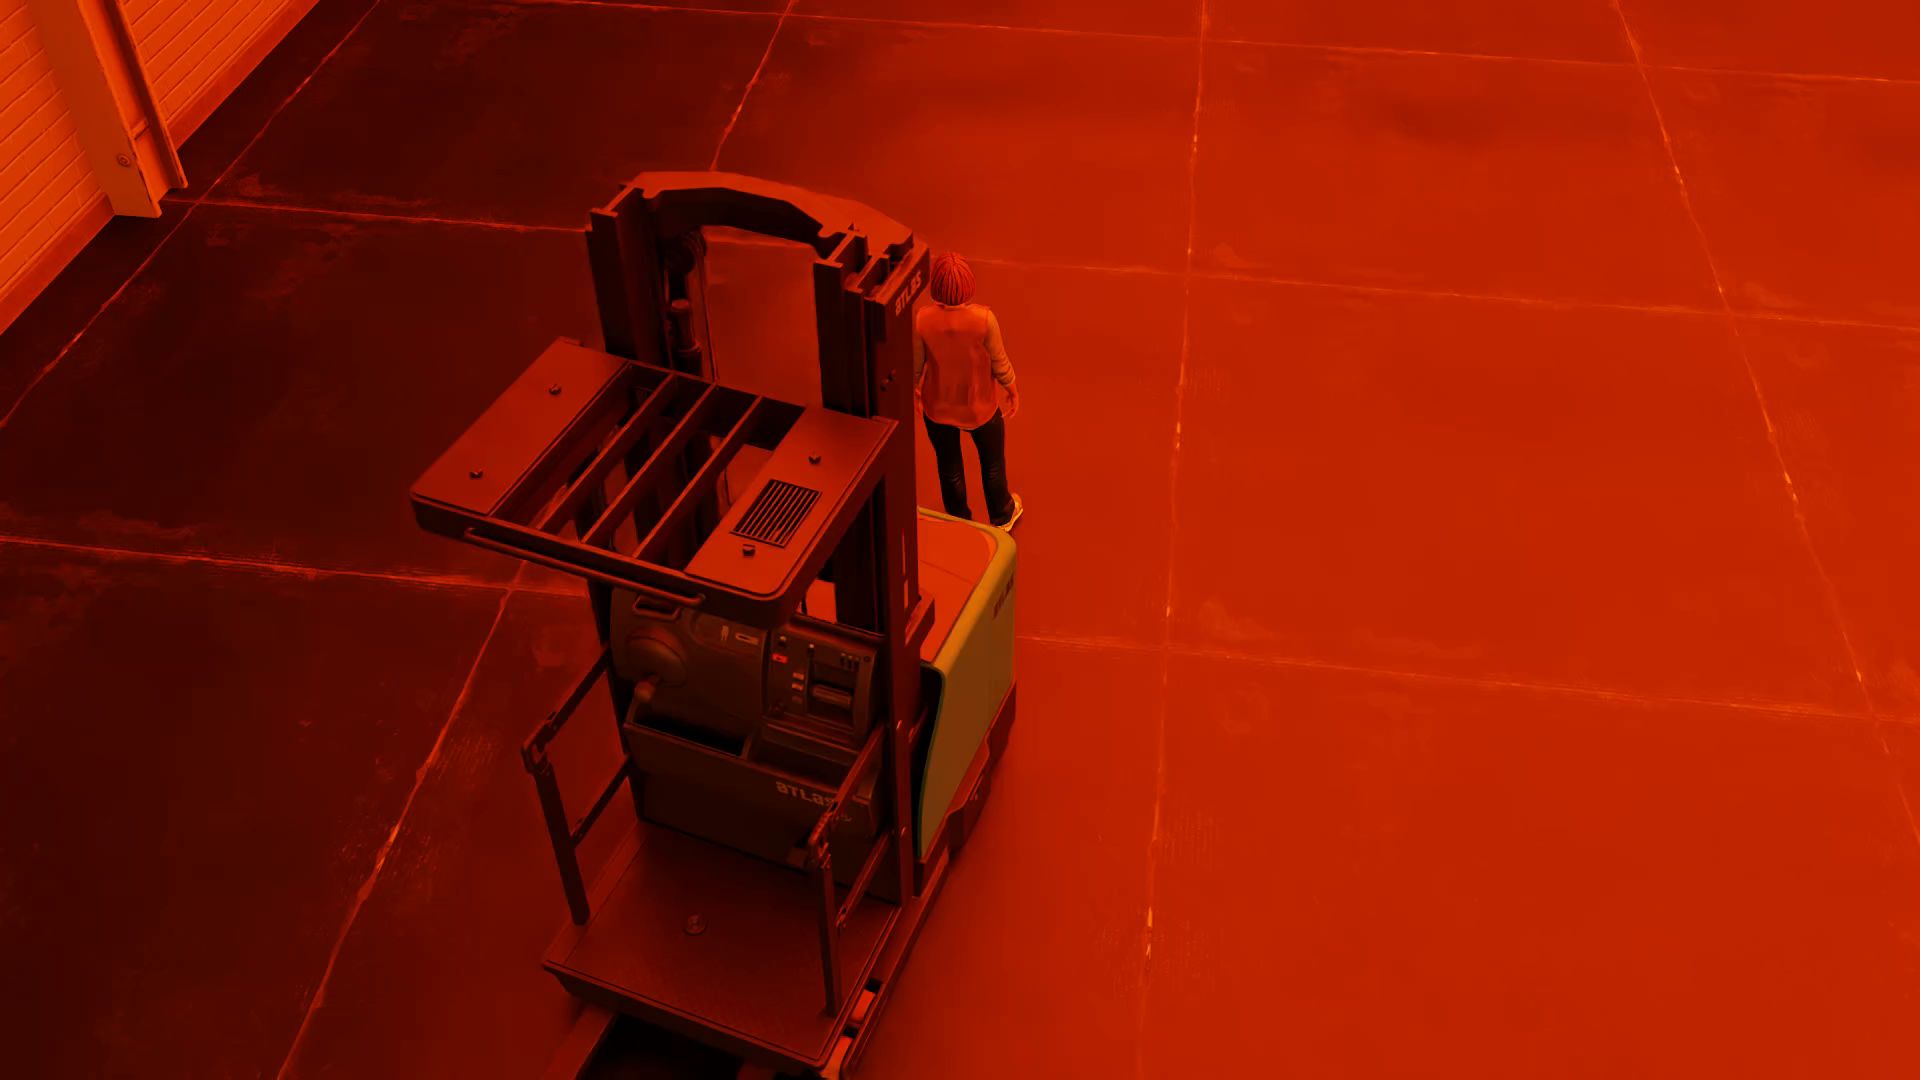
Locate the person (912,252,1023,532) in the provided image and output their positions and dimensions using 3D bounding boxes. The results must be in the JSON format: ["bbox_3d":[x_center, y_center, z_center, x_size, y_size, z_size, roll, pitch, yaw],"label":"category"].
[{"bbox_3d":[0.024,-0.642,7.398,0.520,1.597,0.476,5,43,6],"label":"person"}]

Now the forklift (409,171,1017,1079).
[{"bbox_3d":[-0.784,0.486,5.195,1.130,2.935,3.031,15,45,16],"label":"forklift"}]
